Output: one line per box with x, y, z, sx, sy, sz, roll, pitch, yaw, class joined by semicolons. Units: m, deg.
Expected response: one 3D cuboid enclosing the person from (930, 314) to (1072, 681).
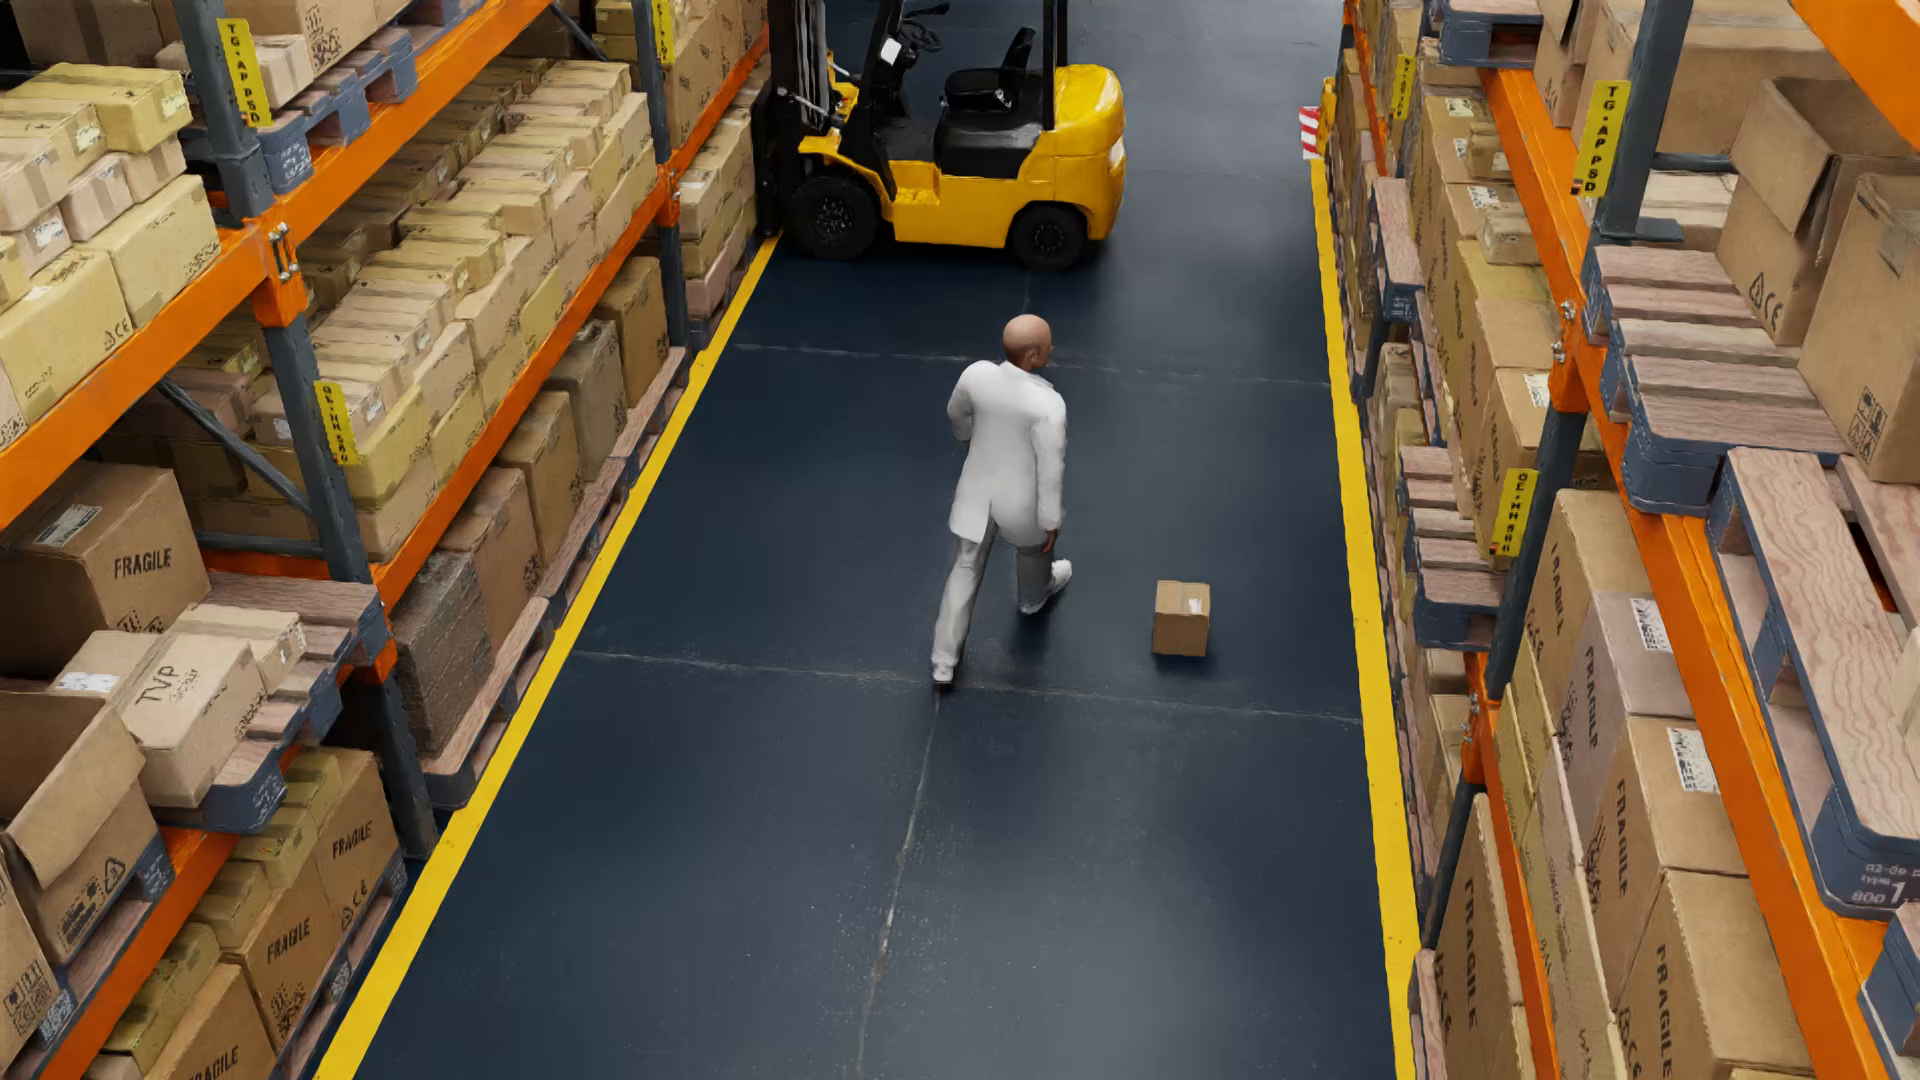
0.208;-0.262;7.435;0.732;1.734;1.086;19;40;24;person
